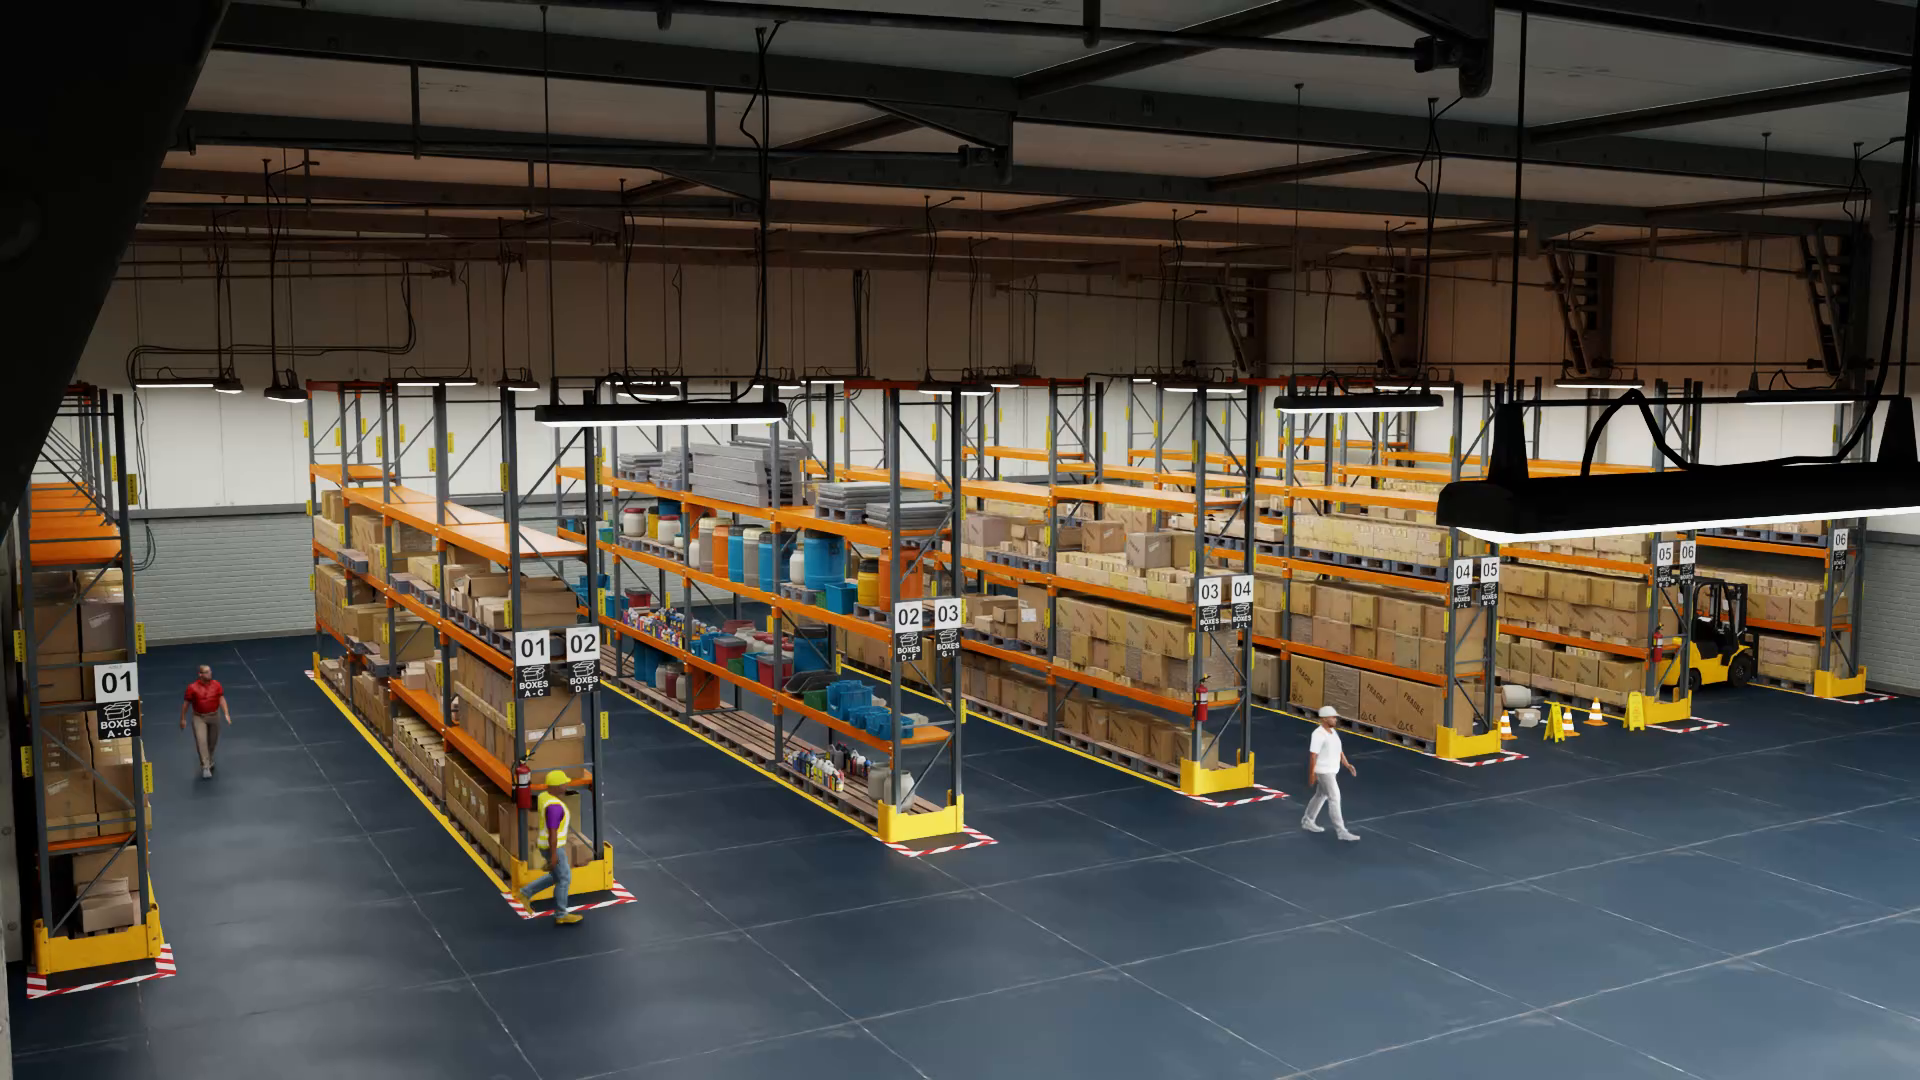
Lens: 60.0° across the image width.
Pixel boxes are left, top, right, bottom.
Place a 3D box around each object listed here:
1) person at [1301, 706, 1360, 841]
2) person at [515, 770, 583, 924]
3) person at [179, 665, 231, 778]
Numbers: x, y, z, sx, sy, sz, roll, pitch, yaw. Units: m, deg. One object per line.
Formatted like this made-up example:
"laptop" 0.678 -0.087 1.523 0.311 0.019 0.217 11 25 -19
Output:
"person" 4.989 3.095 22.200 0.907 1.729 0.629 4 7 30
"person" -4.656 3.457 18.760 0.753 1.749 0.589 -1 6 -10
"person" -11.641 2.751 25.655 0.671 1.658 1.077 -5 8 -37
